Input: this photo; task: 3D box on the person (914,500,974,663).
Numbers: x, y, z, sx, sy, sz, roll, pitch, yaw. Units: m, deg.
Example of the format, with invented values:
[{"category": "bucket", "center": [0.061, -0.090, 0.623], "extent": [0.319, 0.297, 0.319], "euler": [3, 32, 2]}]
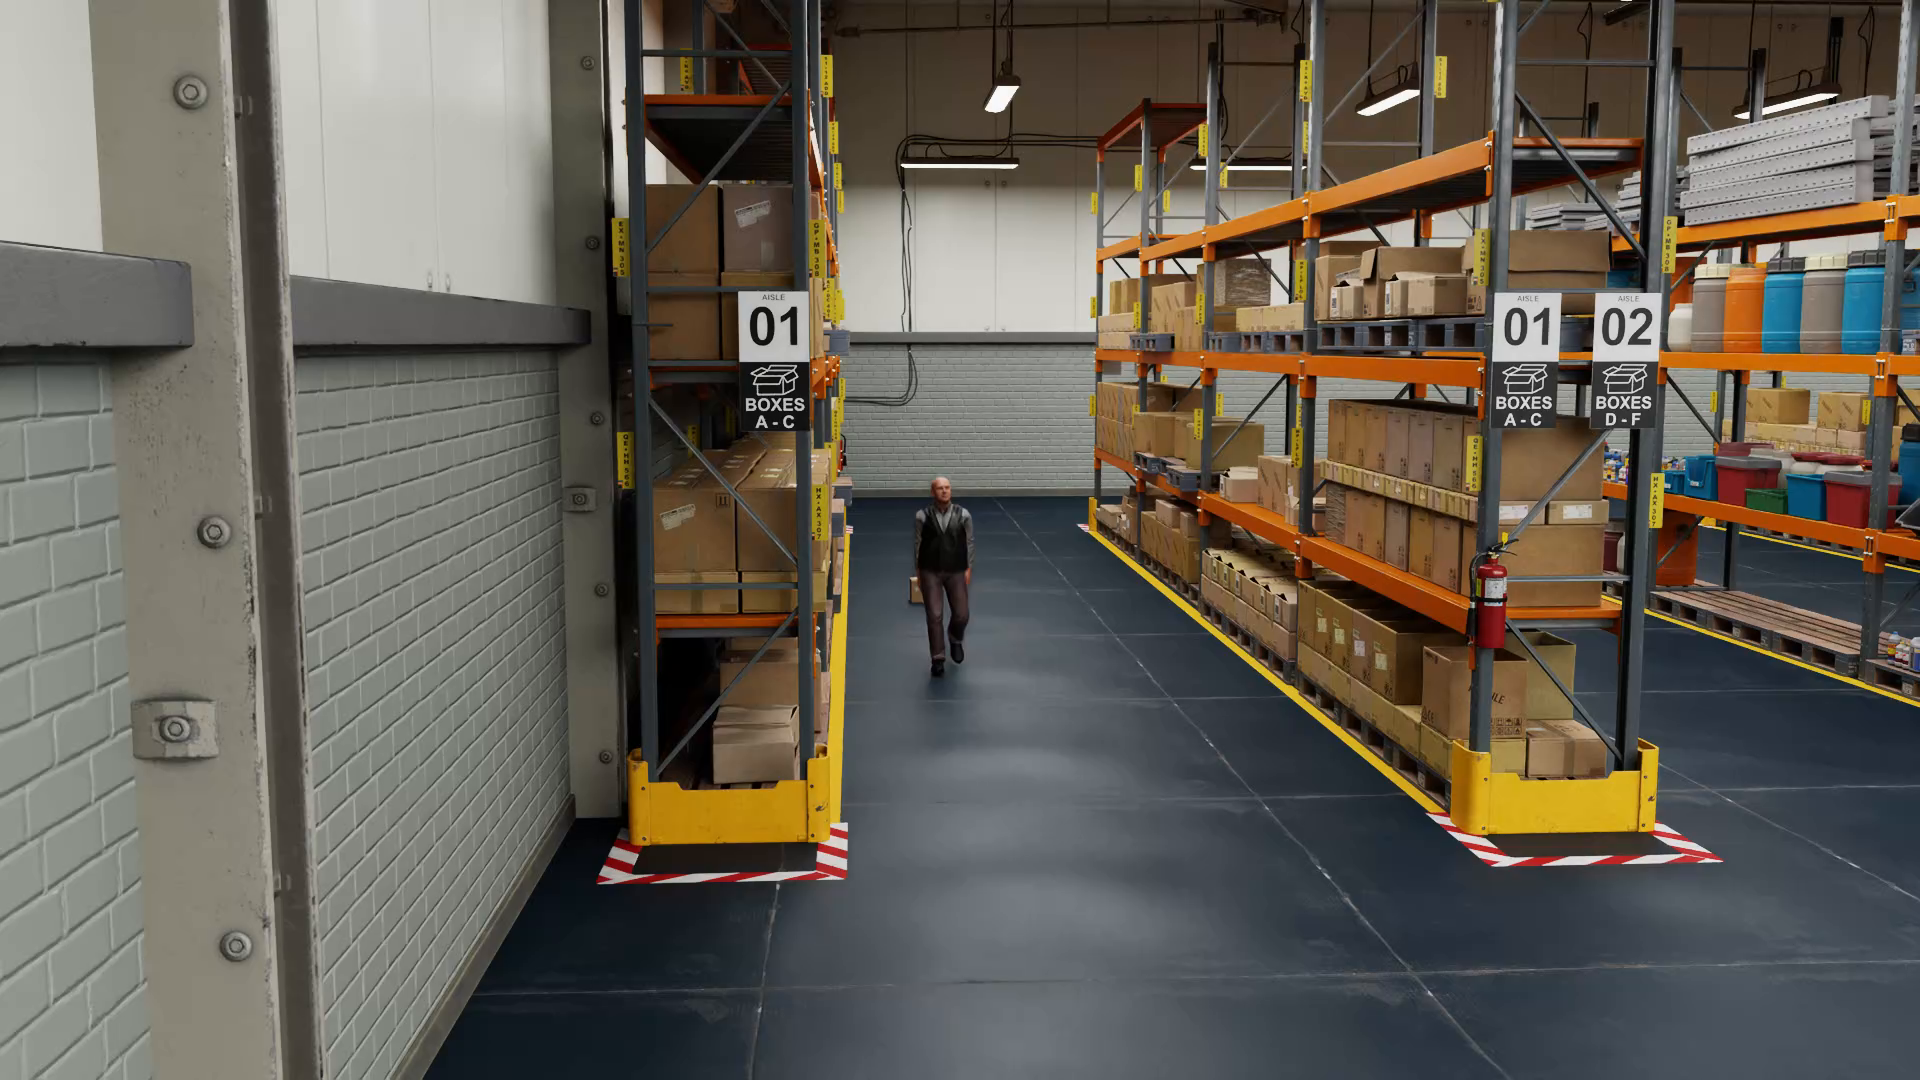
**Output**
[{"category": "person", "center": [-0.142, 0.365, 14.745], "extent": [0.538, 1.456, 0.477], "euler": [0, 7, -4]}]
